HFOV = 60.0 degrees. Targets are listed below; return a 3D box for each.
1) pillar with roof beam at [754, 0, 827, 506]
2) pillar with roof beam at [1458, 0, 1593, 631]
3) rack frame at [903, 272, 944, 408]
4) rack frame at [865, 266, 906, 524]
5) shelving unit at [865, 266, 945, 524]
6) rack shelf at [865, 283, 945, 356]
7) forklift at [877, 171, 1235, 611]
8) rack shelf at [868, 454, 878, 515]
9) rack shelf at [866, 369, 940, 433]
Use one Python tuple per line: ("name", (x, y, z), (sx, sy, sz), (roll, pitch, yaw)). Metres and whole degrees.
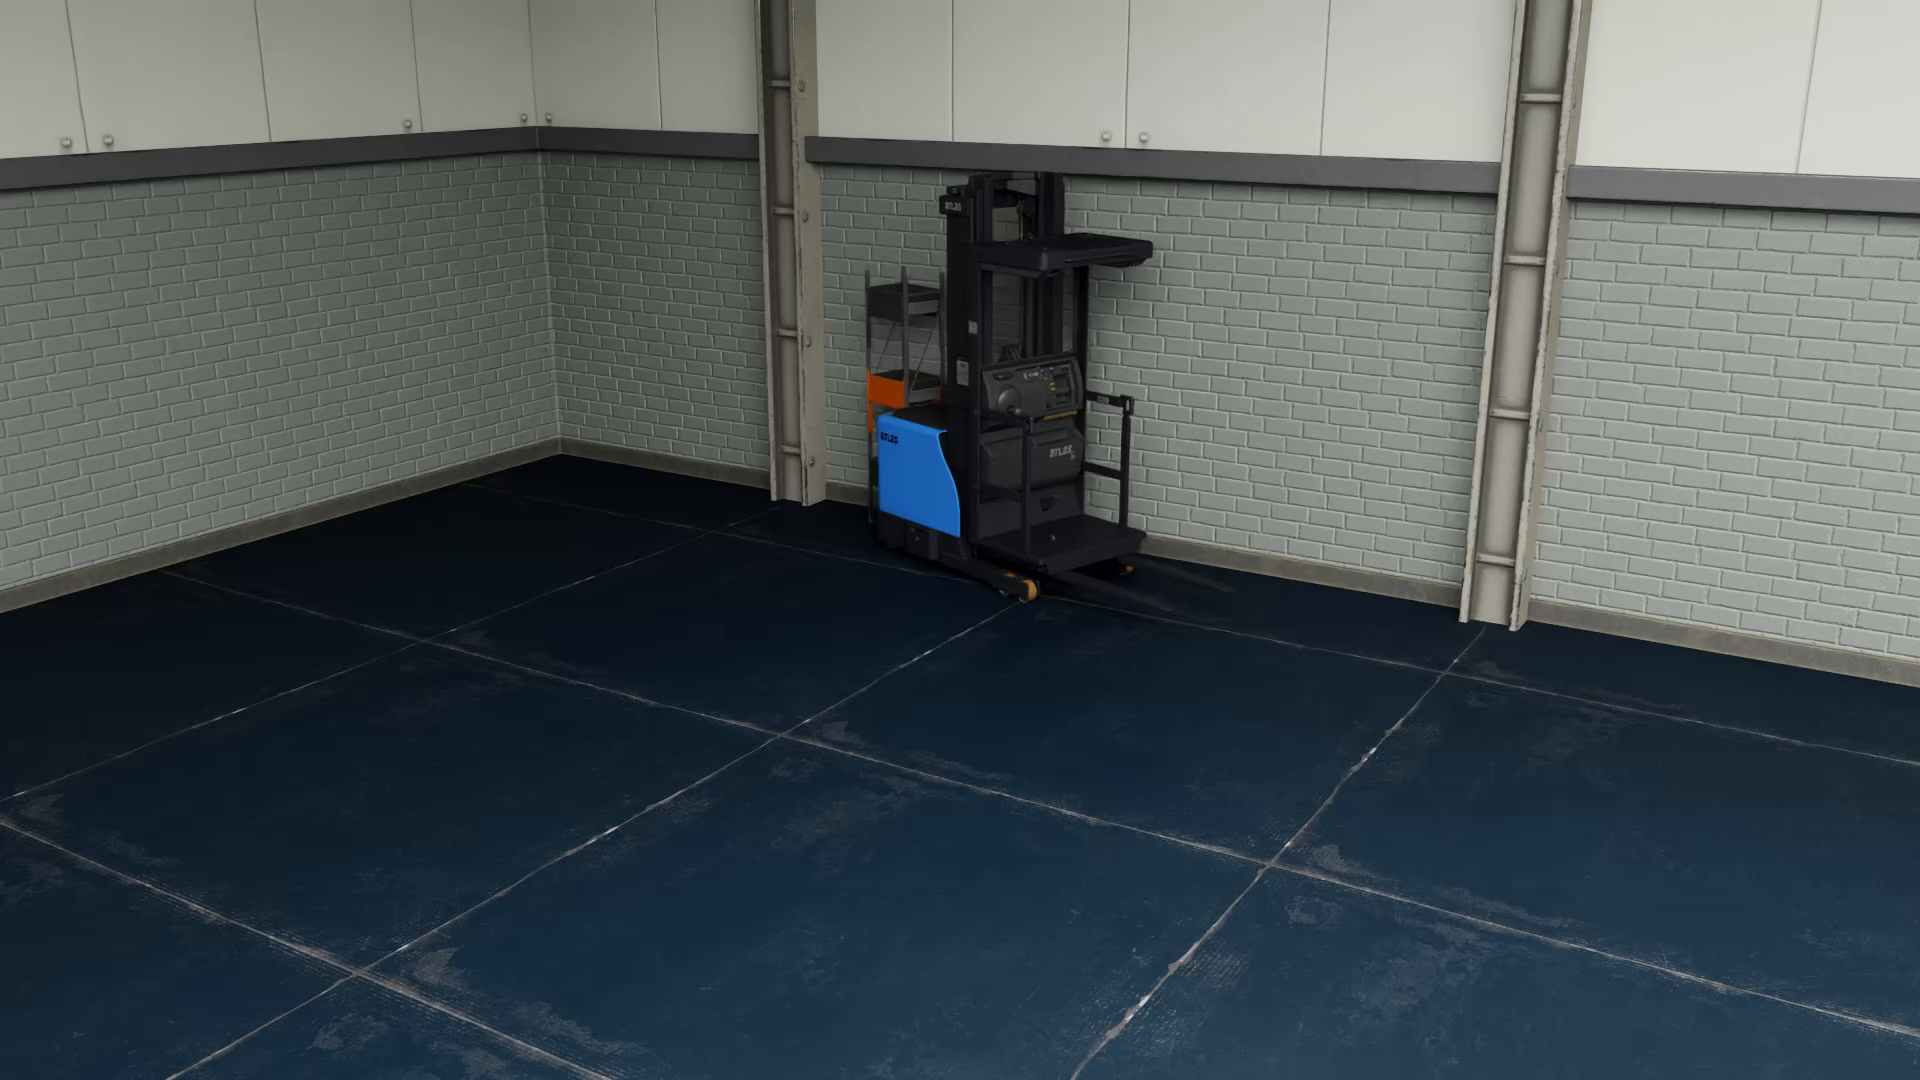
("pillar with roof beam", (-3.661, -3.598, 9.743), (0.400, 9.000, 9.100), (10, 20, 30))
("pillar with roof beam", (1.452, -2.685, 6.738), (0.400, 9.000, 9.100), (10, 20, 30))
("rack frame", (-0.284, -1.072, 13.294), (0.400, 2.100, 0.015), (-14, 22, -38))
("rack frame", (-0.598, -1.180, 13.652), (0.400, 2.100, 0.015), (-14, 22, -38))
("shelving unit", (-0.441, -1.126, 13.473), (0.431, 2.100, 0.503), (-14, 22, -38))
("rack shelf", (-0.440, -1.783, 13.275), (0.431, 0.518, 0.480), (-14, 22, -38))
("forklift", (0.673, -1.119, 12.023), (1.130, 2.935, 3.031), (-14, 22, -38))
("rack shelf", (-0.442, -0.443, 13.679), (0.431, 0.518, 0.480), (-14, 22, -38))
("rack shelf", (-0.441, -1.113, 13.477), (0.431, 0.518, 0.480), (-14, 22, -38))
